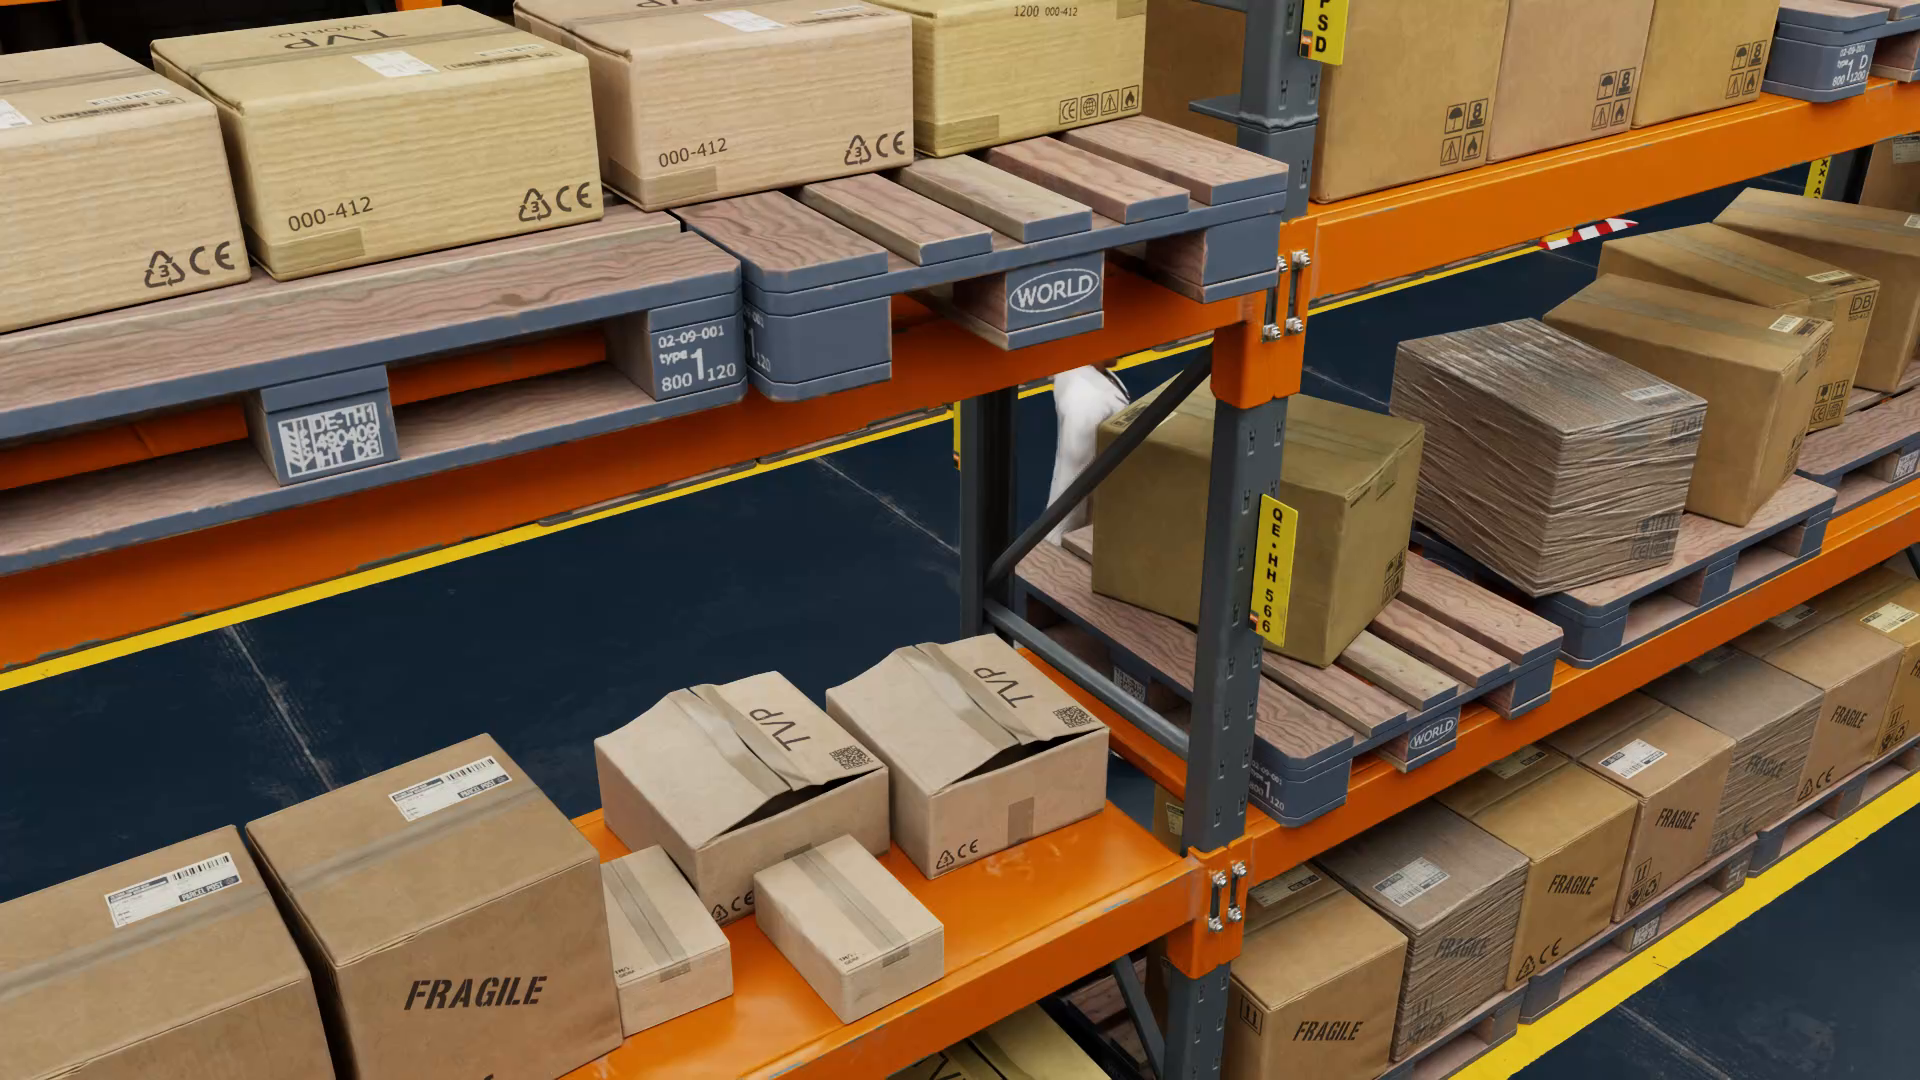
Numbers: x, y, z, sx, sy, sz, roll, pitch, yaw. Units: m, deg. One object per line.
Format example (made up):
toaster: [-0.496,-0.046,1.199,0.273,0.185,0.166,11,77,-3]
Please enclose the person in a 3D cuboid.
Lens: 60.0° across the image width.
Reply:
person: [0.505,-0.057,6.248,0.878,1.739,0.588,-1,28,-2]
